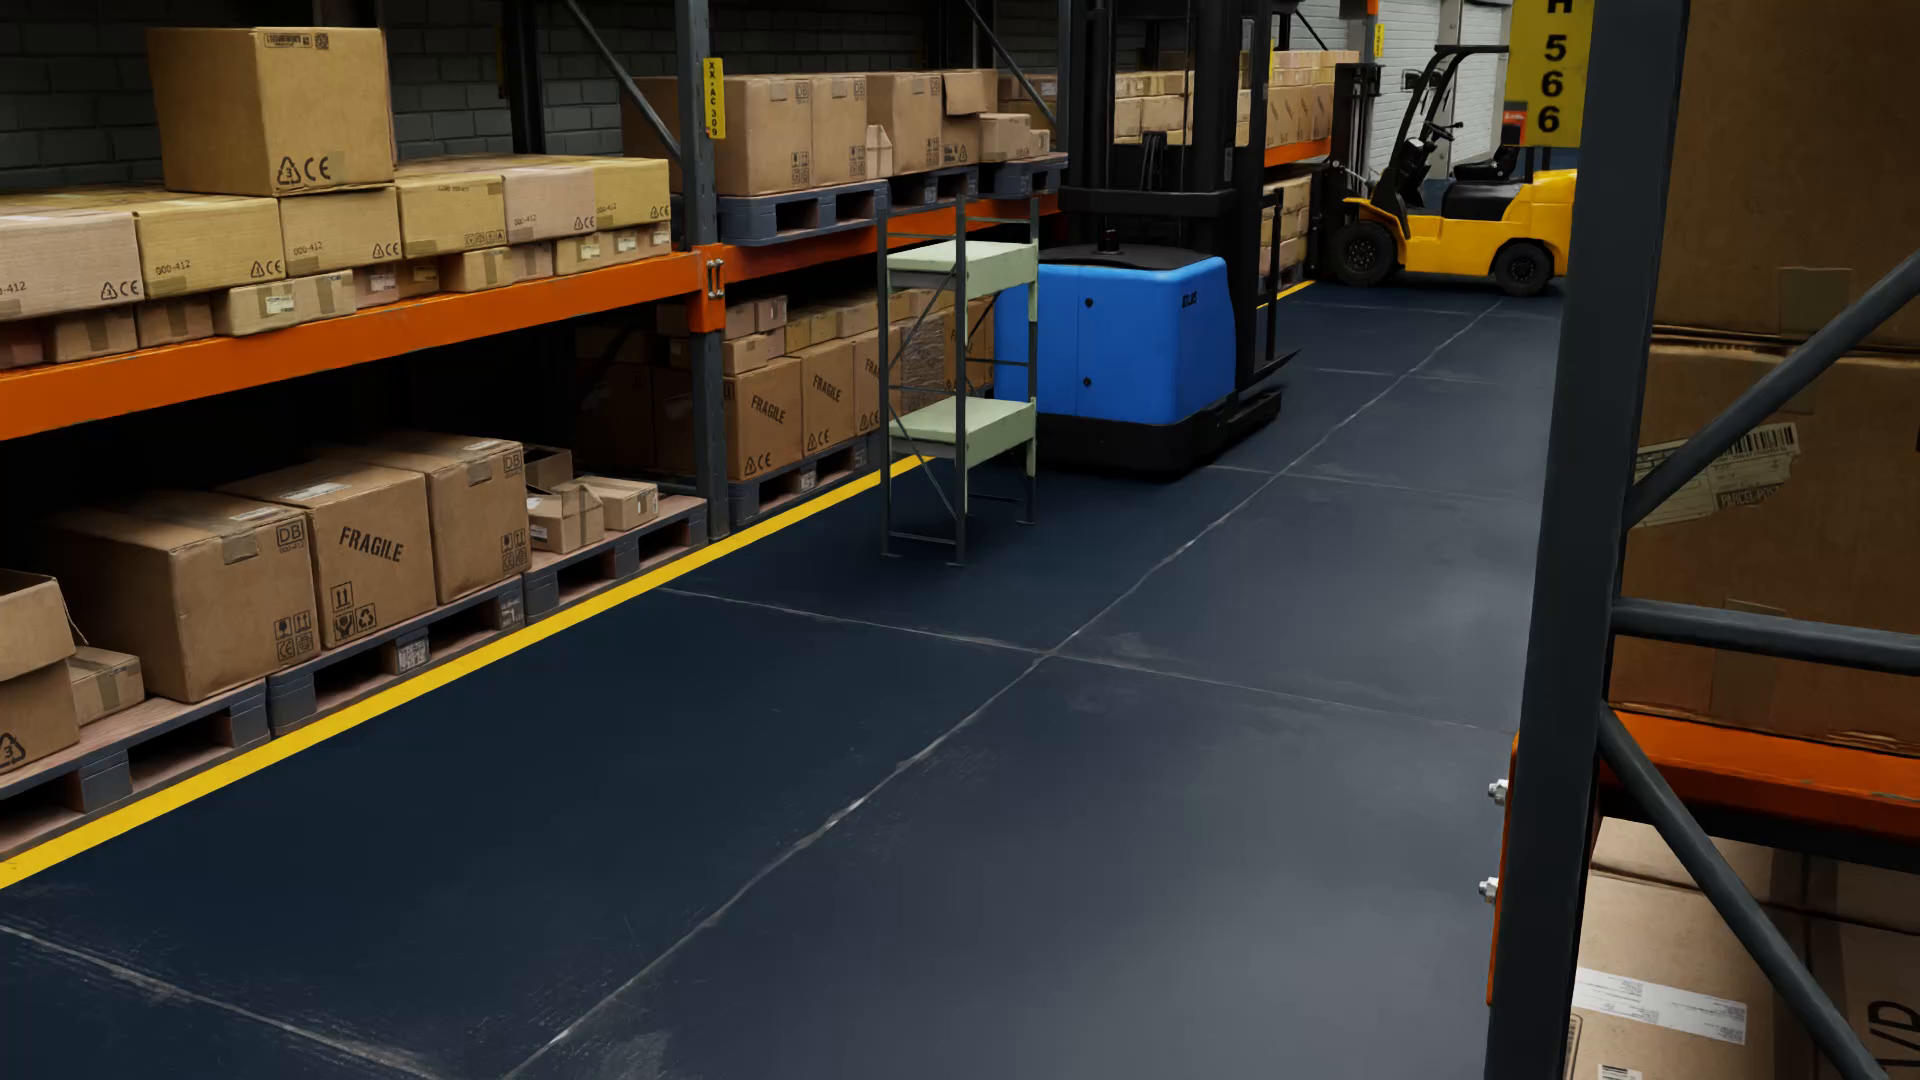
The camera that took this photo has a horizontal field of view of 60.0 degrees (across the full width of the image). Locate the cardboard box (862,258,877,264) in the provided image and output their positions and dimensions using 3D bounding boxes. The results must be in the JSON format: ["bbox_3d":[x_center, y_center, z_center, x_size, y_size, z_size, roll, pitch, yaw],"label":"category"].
[{"bbox_3d":[-0.388,-1.678,10.419,0.380,0.149,0.250,9,19,27],"label":"cardboard box"}]

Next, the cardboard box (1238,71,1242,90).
[{"bbox_3d":[2.100,-3.784,13.681,0.380,0.149,0.250,9,19,27],"label":"cardboard box"}]

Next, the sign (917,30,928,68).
[{"bbox_3d":[-0.232,-3.146,10.815,0.100,0.325,0.005,8,18,25],"label":"sign"}]

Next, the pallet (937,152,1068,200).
[{"bbox_3d":[0.026,-2.248,10.161,1.213,0.211,1.003,8,18,25],"label":"pallet"}]

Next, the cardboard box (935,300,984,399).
[{"bbox_3d":[-0.195,-1.130,9.712,0.500,0.500,0.500,9,19,28],"label":"cardboard box"}]

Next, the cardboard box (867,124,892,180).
[{"bbox_3d":[-0.557,-1.945,8.301,0.396,0.266,0.258,9,19,28],"label":"cardboard box"}]

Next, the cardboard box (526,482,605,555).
[{"bbox_3d":[-1.667,-0.123,6.735,0.396,0.266,0.258,9,19,27],"label":"cardboard box"}]

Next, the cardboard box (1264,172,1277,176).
[{"bbox_3d":[2.769,-3.440,16.174,0.500,0.250,0.500,8,18,24],"label":"cardboard box"}]

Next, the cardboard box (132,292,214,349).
[{"bbox_3d":[-2.476,-0.679,4.984,0.380,0.149,0.250,8,19,26],"label":"cardboard box"}]

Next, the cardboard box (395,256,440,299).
[{"bbox_3d":[-2.075,-0.947,5.885,0.380,0.149,0.250,8,18,26],"label":"cardboard box"}]

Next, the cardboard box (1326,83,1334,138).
[{"bbox_3d":[3.387,-4.187,16.177,0.500,0.500,0.500,8,18,24],"label":"cardboard box"}]

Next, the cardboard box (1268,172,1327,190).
[{"bbox_3d":[3.241,-3.376,15.958,0.500,0.250,0.500,8,18,24],"label":"cardboard box"}]

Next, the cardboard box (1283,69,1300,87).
[{"bbox_3d":[2.814,-4.136,14.868,0.380,0.149,0.250,9,19,27],"label":"cardboard box"}]

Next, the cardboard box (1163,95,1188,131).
[{"bbox_3d":[1.363,-3.163,12.290,0.500,0.250,0.500,8,18,26],"label":"cardboard box"}]

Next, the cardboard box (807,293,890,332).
[{"bbox_3d":[-0.596,-1.215,8.859,0.380,0.149,0.250,9,19,27],"label":"cardboard box"}]

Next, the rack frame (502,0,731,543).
[{"bbox_3d":[-1.521,-1.503,7.315,1.000,3.000,0.127,8,18,25],"label":"rack frame"}]

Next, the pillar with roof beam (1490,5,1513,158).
[{"bbox_3d":[14.618,-11.410,30.133,9.100,9.000,0.400,8,18,25],"label":"pillar with roof beam"}]

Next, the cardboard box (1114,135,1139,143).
[{"bbox_3d":[0.912,-2.659,11.472,0.500,0.250,0.500,8,18,24],"label":"cardboard box"}]

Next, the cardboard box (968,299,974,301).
[{"bbox_3d":[-0.138,-1.481,9.756,0.380,0.149,0.250,9,19,27],"label":"cardboard box"}]

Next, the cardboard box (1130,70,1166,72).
[{"bbox_3d":[1.538,-3.775,13.652,0.380,0.149,0.250,7,18,24],"label":"cardboard box"}]

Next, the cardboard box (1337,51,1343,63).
[{"bbox_3d":[3.499,-4.671,16.146,0.380,0.149,0.250,9,19,27],"label":"cardboard box"}]

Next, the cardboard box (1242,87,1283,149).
[{"bbox_3d":[2.485,-3.668,14.430,0.500,0.500,0.500,8,18,24],"label":"cardboard box"}]

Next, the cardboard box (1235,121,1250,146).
[{"bbox_3d":[2.062,-3.307,13.653,0.500,0.250,0.500,9,19,27],"label":"cardboard box"}]

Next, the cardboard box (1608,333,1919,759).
[{"bbox_3d":[1.112,-0.058,2.275,0.500,0.500,0.500,8,18,26],"label":"cardboard box"}]

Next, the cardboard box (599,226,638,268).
[{"bbox_3d":[-1.535,-1.200,6.737,0.380,0.149,0.250,9,19,27],"label":"cardboard box"}]

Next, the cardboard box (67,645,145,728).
[{"bbox_3d":[-2.726,0.435,5.062,0.380,0.149,0.250,7,18,23],"label":"cardboard box"}]

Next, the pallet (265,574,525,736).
[{"bbox_3d":[-2.373,0.321,6.073,1.003,0.211,1.213,8,18,25],"label":"pallet"}]

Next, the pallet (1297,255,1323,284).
[{"bbox_3d":[2.990,-2.713,16.287,1.003,0.211,1.213,8,18,25],"label":"pallet"}]

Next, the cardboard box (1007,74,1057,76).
[{"bbox_3d":[0.465,-3.199,11.713,0.380,0.149,0.250,8,18,24],"label":"cardboard box"}]

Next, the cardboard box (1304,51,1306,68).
[{"bbox_3d":[2.966,-4.423,15.312,0.380,0.149,0.250,8,18,25],"label":"cardboard box"}]

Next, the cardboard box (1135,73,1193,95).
[{"bbox_3d":[1.506,-3.377,12.312,0.380,0.149,0.250,8,18,24],"label":"cardboard box"}]

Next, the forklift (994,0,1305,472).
[{"bbox_3d":[1.277,-2.126,9.534,1.130,2.935,3.031,8,18,26],"label":"forklift"}]

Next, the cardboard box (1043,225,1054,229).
[{"bbox_3d":[1.143,-2.081,12.694,0.875,0.625,0.625,7,18,23],"label":"cardboard box"}]

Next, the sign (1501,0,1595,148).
[{"bbox_3d":[0.654,-0.594,1.808,0.100,0.325,0.005,8,18,25],"label":"sign"}]

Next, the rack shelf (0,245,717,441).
[{"bbox_3d":[-2.415,-0.648,5.702,1.077,0.370,4.000,8,18,25],"label":"rack shelf"}]

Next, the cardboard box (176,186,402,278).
[{"bbox_3d":[-2.207,-1.027,5.454,0.500,0.250,0.500,8,18,24],"label":"cardboard box"}]

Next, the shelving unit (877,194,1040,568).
[{"bbox_3d":[0.003,-0.721,7.317,0.431,1.500,0.755,8,18,25],"label":"shelving unit"}]

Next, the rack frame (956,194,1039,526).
[{"bbox_3d":[0.167,-0.814,7.630,0.400,1.500,0.023,8,18,25],"label":"rack frame"}]

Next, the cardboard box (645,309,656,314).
[{"bbox_3d":[-1.401,-1.078,8.398,0.380,0.149,0.250,8,18,26],"label":"cardboard box"}]

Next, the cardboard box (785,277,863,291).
[{"bbox_3d":[-0.776,-1.406,9.504,0.380,0.149,0.250,8,18,26],"label":"cardboard box"}]

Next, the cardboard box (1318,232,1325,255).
[{"bbox_3d":[3.239,-2.896,16.097,0.500,0.250,0.500,9,19,27],"label":"cardboard box"}]

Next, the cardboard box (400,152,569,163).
[{"bbox_3d":[-1.984,-1.481,6.985,0.500,0.250,0.500,8,18,25],"label":"cardboard box"}]

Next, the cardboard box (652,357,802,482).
[{"bbox_3d":[-1.104,-0.600,7.930,0.500,0.500,0.500,9,19,28],"label":"cardboard box"}]

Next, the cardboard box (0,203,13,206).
[{"bbox_3d":[-3.109,-0.837,4.814,0.500,0.250,0.500,8,18,26],"label":"cardboard box"}]

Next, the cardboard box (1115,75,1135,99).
[{"bbox_3d":[0.988,-3.129,11.476,0.380,0.149,0.250,8,18,26],"label":"cardboard box"}]

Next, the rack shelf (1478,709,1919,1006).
[{"bbox_3d":[2.027,-0.018,3.579,1.077,0.370,4.000,8,18,25],"label":"rack shelf"}]

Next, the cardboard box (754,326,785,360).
[{"bbox_3d":[-1.068,-0.954,7.983,0.380,0.149,0.250,8,18,24],"label":"cardboard box"}]

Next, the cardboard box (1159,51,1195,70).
[{"bbox_3d":[1.926,-4.162,14.430,0.380,0.149,0.250,8,18,26],"label":"cardboard box"}]

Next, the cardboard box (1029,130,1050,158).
[{"bbox_3d":[0.316,-2.386,9.994,0.380,0.149,0.250,8,19,26],"label":"cardboard box"}]

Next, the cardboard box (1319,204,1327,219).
[{"bbox_3d":[3.231,-3.131,16.011,0.500,0.250,0.500,8,18,25],"label":"cardboard box"}]
